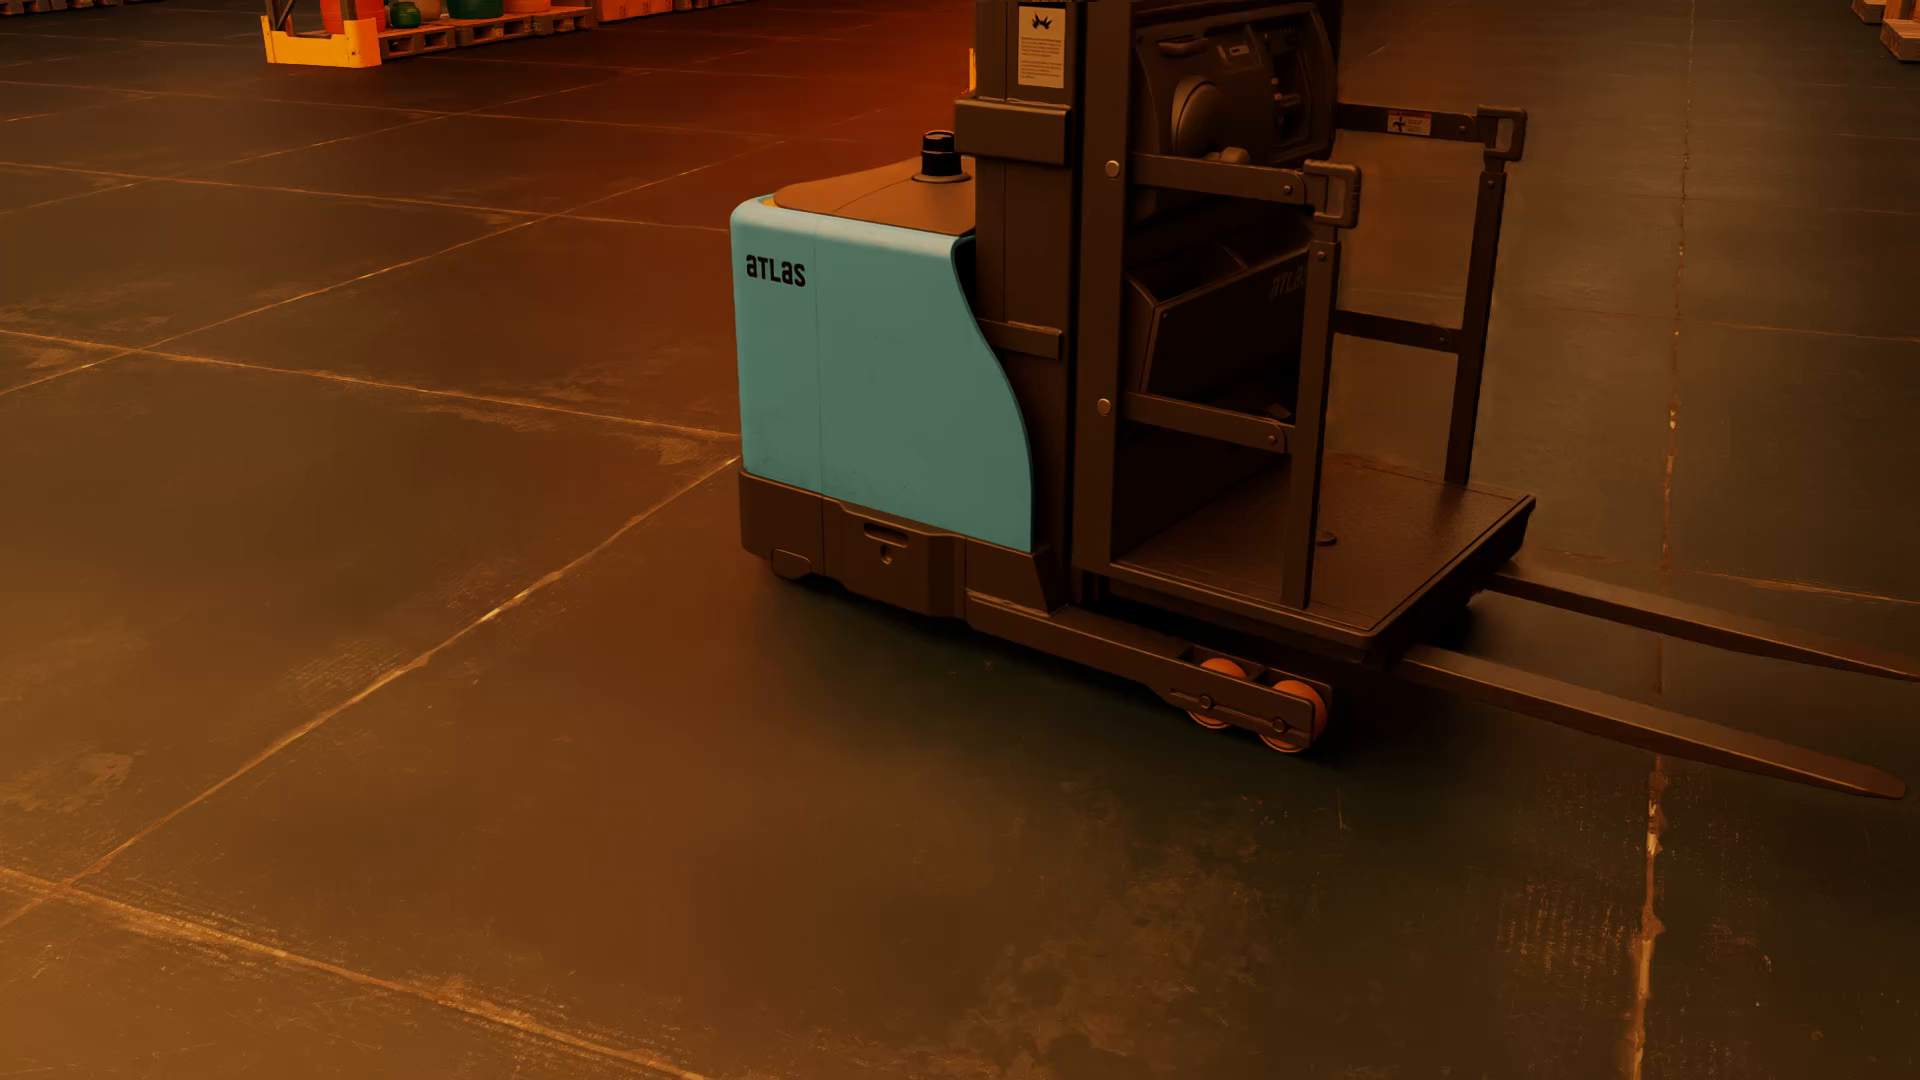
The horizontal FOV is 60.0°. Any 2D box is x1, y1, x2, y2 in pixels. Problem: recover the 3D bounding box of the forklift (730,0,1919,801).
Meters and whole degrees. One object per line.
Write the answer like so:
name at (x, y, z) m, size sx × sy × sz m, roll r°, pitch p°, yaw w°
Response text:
forklift at (0.846, -1.085, 3.889) m, size 3.031 × 2.935 × 1.130 m, roll 16°, pitch 27°, yaw 33°
